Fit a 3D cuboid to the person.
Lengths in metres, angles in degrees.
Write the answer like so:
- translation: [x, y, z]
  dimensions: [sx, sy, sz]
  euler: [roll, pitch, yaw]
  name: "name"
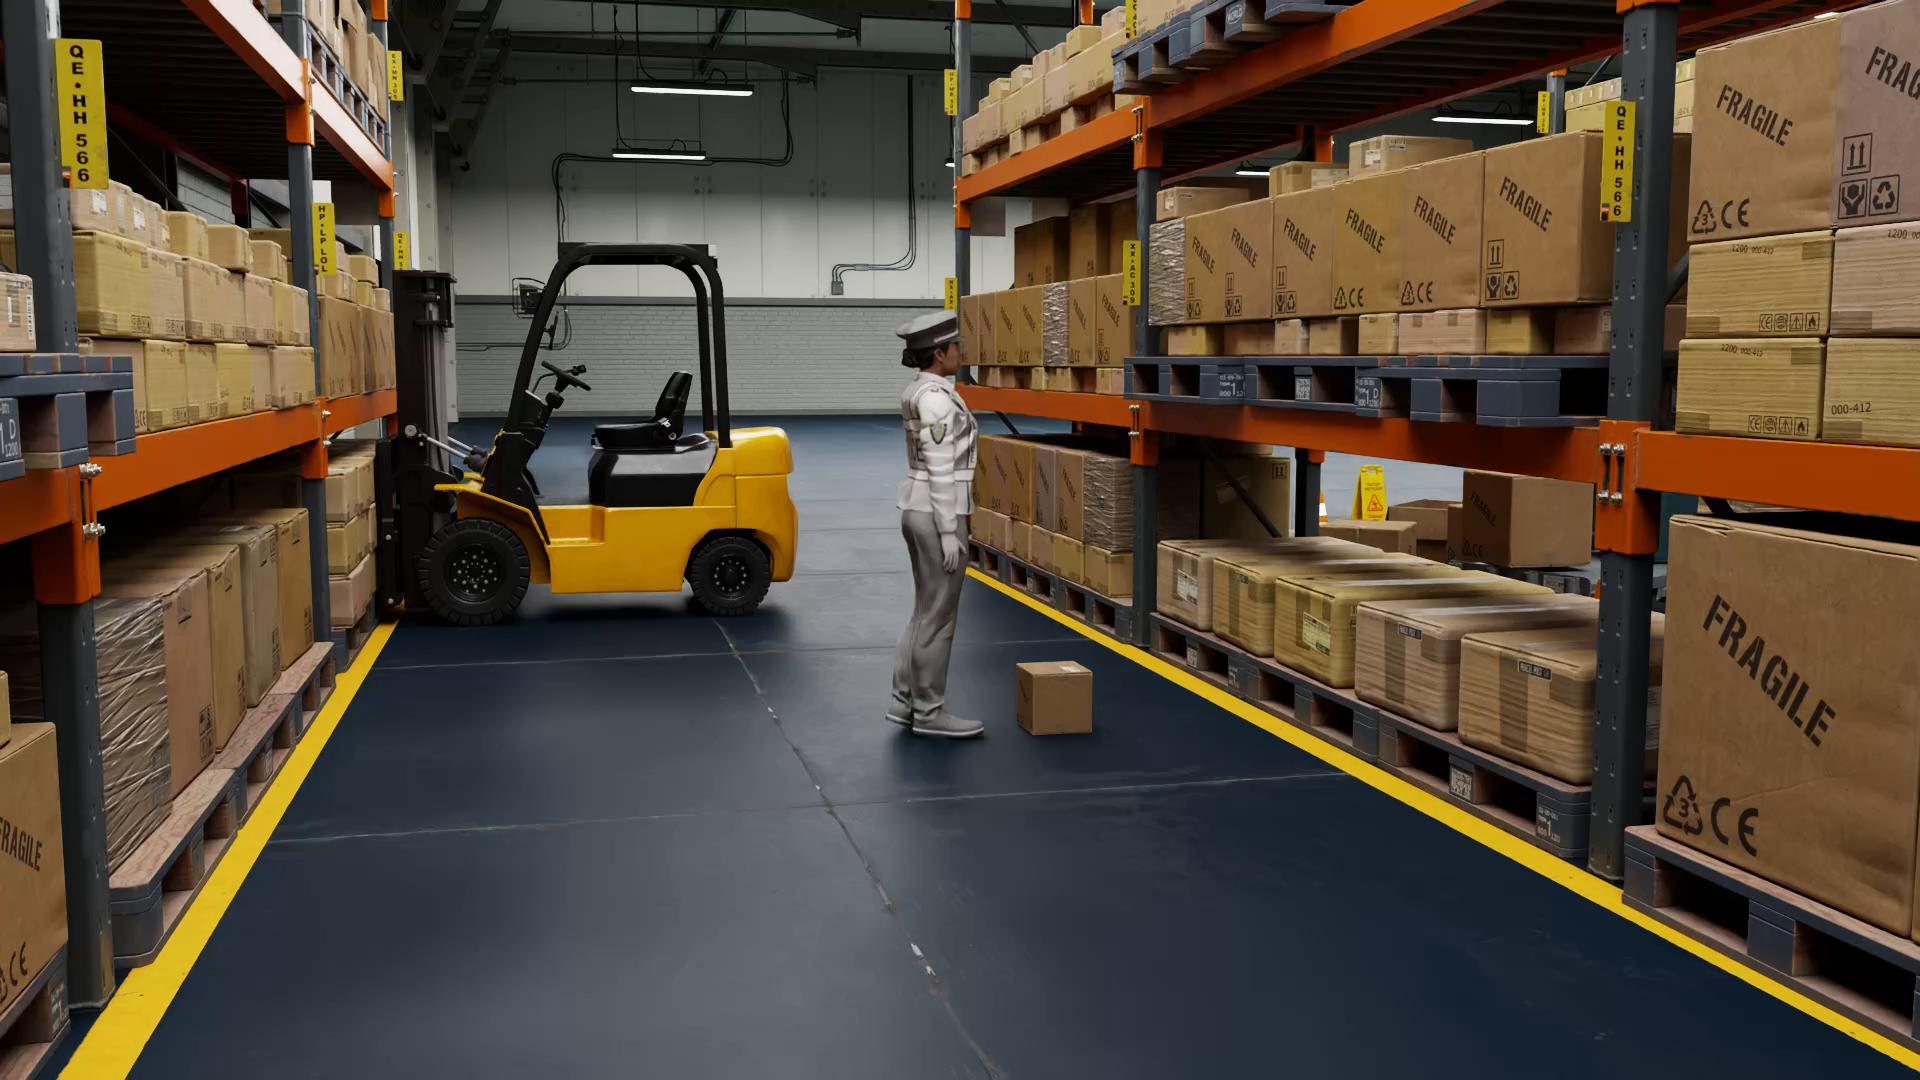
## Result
- translation: [-0.105, -0.055, 6.604]
  dimensions: [0.369, 1.713, 0.485]
  euler: [-1, 6, -13]
  name: "person"
